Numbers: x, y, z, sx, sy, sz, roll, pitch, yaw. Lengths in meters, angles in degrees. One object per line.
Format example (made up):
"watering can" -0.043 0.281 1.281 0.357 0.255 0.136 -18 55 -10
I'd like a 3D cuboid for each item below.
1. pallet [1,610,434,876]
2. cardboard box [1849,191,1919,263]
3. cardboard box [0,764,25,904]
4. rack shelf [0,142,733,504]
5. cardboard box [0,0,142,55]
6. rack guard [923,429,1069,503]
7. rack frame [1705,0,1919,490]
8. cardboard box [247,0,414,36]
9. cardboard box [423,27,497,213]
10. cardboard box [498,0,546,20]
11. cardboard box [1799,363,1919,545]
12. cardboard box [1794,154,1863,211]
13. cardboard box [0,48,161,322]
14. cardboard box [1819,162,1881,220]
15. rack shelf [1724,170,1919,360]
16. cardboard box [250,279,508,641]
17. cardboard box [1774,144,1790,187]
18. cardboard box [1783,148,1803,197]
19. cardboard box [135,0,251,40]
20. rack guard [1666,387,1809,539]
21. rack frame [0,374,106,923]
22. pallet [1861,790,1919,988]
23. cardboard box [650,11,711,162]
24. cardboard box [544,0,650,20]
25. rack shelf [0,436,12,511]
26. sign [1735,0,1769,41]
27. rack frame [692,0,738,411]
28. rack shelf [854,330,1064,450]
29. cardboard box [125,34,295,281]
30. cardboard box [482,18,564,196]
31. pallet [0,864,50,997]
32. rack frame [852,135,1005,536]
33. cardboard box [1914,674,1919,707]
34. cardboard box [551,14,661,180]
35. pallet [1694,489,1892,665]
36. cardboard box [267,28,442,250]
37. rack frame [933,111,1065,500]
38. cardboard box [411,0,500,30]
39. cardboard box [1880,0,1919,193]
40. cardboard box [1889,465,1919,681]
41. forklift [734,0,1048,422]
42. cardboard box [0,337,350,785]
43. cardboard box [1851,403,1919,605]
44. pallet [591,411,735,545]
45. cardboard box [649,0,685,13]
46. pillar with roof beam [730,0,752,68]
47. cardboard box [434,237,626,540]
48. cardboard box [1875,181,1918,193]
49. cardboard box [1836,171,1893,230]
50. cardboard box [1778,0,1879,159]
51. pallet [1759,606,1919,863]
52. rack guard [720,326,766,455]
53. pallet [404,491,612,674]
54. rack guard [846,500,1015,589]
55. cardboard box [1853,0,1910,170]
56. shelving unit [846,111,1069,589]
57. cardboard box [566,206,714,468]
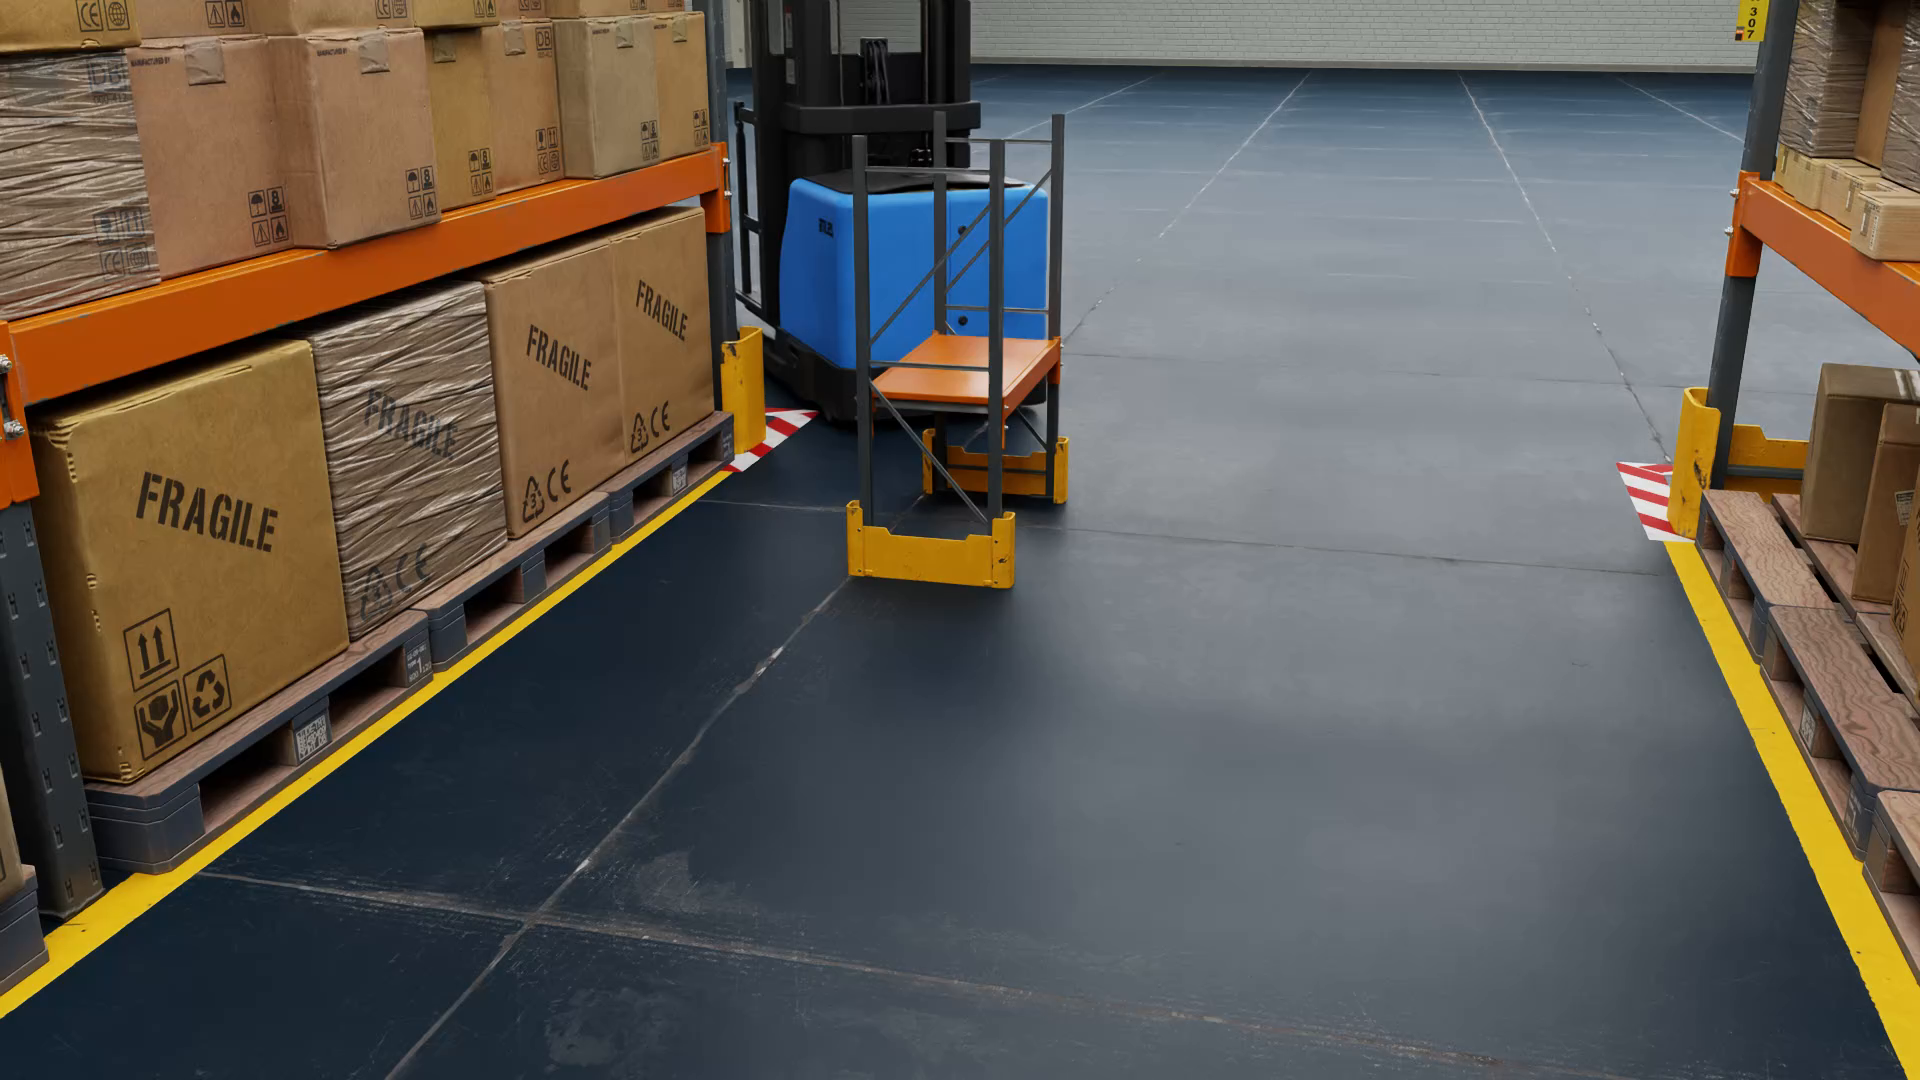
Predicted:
"pallet" -2.194 0.460 4.514 1.003 0.211 1.213 5 19 13
"cardboard box" 2.545 -0.806 4.294 0.380 0.149 0.250 5 19 13
"cardboard box" -2.521 0.440 3.089 1.050 0.750 0.750 5 19 13
"rack shelf" -1.968 -0.914 5.335 1.077 0.370 4.000 5 19 13
"cardboard box" -2.333 -1.322 3.515 0.875 0.550 0.550 5 19 13
"rack guard" 0.140 -0.298 6.674 0.587 0.250 0.087 5 19 13
"rack frame" 3.306 -1.458 5.814 1.000 3.000 0.127 5 19 13
"cardboard box" -2.046 -1.662 4.510 0.875 0.550 0.550 5 19 13
"cardboard box" -1.987 -1.323 5.188 0.875 0.550 0.500 5 19 13
"cardboard box" -1.921 -2.005 5.515 0.875 0.550 0.550 5 19 13
"cardboard box" 3.137 -0.279 5.581 0.500 0.500 0.500 9 21 23
"cardboard box" 2.850 -1.114 5.198 0.380 0.149 0.250 5 19 13
"cardboard box" -2.378 -0.815 3.700 0.875 0.550 0.550 5 19 13
"cardboard box" 2.809 -1.034 4.963 0.380 0.149 0.250 5 19 13
"rack shelf" 2.817 -0.490 4.095 1.077 0.370 4.000 5 19 13
"cardboard box" -2.018 -0.295 5.048 0.875 0.875 0.875 5 19 14
"cardboard box" 3.005 -1.268 5.648 0.380 0.149 0.250 5 19 13
"cardboard box" 2.926 -1.191 5.423 0.380 0.149 0.250 5 19 13
"cardboard box" -2.311 -1.504 4.047 0.875 0.550 0.550 5 19 13
"rack guard" 3.288 -0.251 6.149 1.175 0.500 0.348 5 19 13
"rack frame" -2.456 -0.627 3.383 1.000 3.000 0.127 5 19 13
"pallet" 2.459 0.902 3.219 1.003 0.211 1.213 5 19 13
"cardboard box" -1.526 -1.832 6.679 0.875 0.550 0.550 5 19 13
"cardboard box" -1.652 -2.170 5.997 0.875 0.550 0.550 5 19 13
"rack shelf" -2.945 0.340 1.664 1.077 0.370 4.000 5 19 13
"sign" 2.780 -1.910 5.800 0.100 0.325 0.005 5 19 13
"rack frame" -1.479 -1.881 7.054 1.000 3.000 0.127 5 19 13
"rack shelf" 0.021 -0.566 6.082 0.538 0.185 1.000 5 19 13
"cardboard box" -2.265 -0.989 4.210 0.875 0.550 0.550 5 19 13
"cardboard box" -1.897 -1.492 5.684 0.875 0.550 0.550 5 19 13
"pallet" -2.572 0.940 3.108 1.003 0.211 1.213 5 19 13
"rack frame" -0.103 -0.577 5.557 0.500 1.500 0.032 5 19 13
"cardboard box" 2.673 0.277 3.953 0.500 0.500 0.500 3 19 9
"cardboard box" -1.639 -1.658 6.169 0.875 0.550 0.550 5 19 13
"pallet" 3.055 0.138 5.458 1.003 0.211 1.213 5 19 13
"cardboard box" -2.019 -1.149 4.679 0.875 0.550 0.550 5 19 13
"rack frame" 0.145 -0.896 6.490 0.500 1.500 0.032 5 19 13
"cardboard box" -1.924 -1.829 4.999 0.875 0.550 0.500 5 19 13
"cardboard box" 2.975 -1.156 4.316 0.875 0.500 0.500 5 19 13
"cardboard box" 2.853 0.106 4.455 0.500 0.500 0.500 7 20 18
"forklift" -0.593 -2.361 8.565 1.130 2.935 3.031 -7 20 -20
"cardboard box" -2.235 -0.012 4.220 0.875 0.875 0.875 5 19 14
"cardboard box" 3.024 -0.089 5.025 0.500 0.500 0.500 10 21 28
"pallet" -1.598 -0.305 6.753 1.003 0.211 1.213 5 19 13
"cardboard box" -1.607 -2.350 6.523 0.875 0.550 0.550 5 19 13
"pillar with roof beam" -0.657 -14.386 34.383 9.100 9.000 0.400 5 19 13
"cardboard box" -1.793 -0.581 5.884 0.875 0.875 0.875 4 19 13
"cardboard box" 2.706 -0.876 4.500 0.380 0.149 0.250 5 19 13
"cardboard box" 2.741 -0.956 4.736 0.380 0.149 0.250 5 19 13
"cardboard box" 3.145 -1.475 5.252 0.875 0.500 0.500 5 19 13
"pallet" 2.755 0.519 4.342 1.003 0.211 1.213 5 19 13
"rack guard" -1.473 -0.706 7.480 1.175 0.500 0.348 5 19 13
"pallet" -1.898 0.077 5.637 1.003 0.211 1.213 5 19 13
"rack guard" -0.103 0.014 5.760 0.587 0.250 0.087 5 19 13
"cardboard box" 3.139 -1.309 4.765 0.875 0.500 0.500 5 19 13
"shelving unit" 0.019 -0.734 6.015 0.587 1.500 1.083 5 19 13
"cardboard box" -1.580 -0.856 6.692 0.875 0.875 0.875 5 19 14
